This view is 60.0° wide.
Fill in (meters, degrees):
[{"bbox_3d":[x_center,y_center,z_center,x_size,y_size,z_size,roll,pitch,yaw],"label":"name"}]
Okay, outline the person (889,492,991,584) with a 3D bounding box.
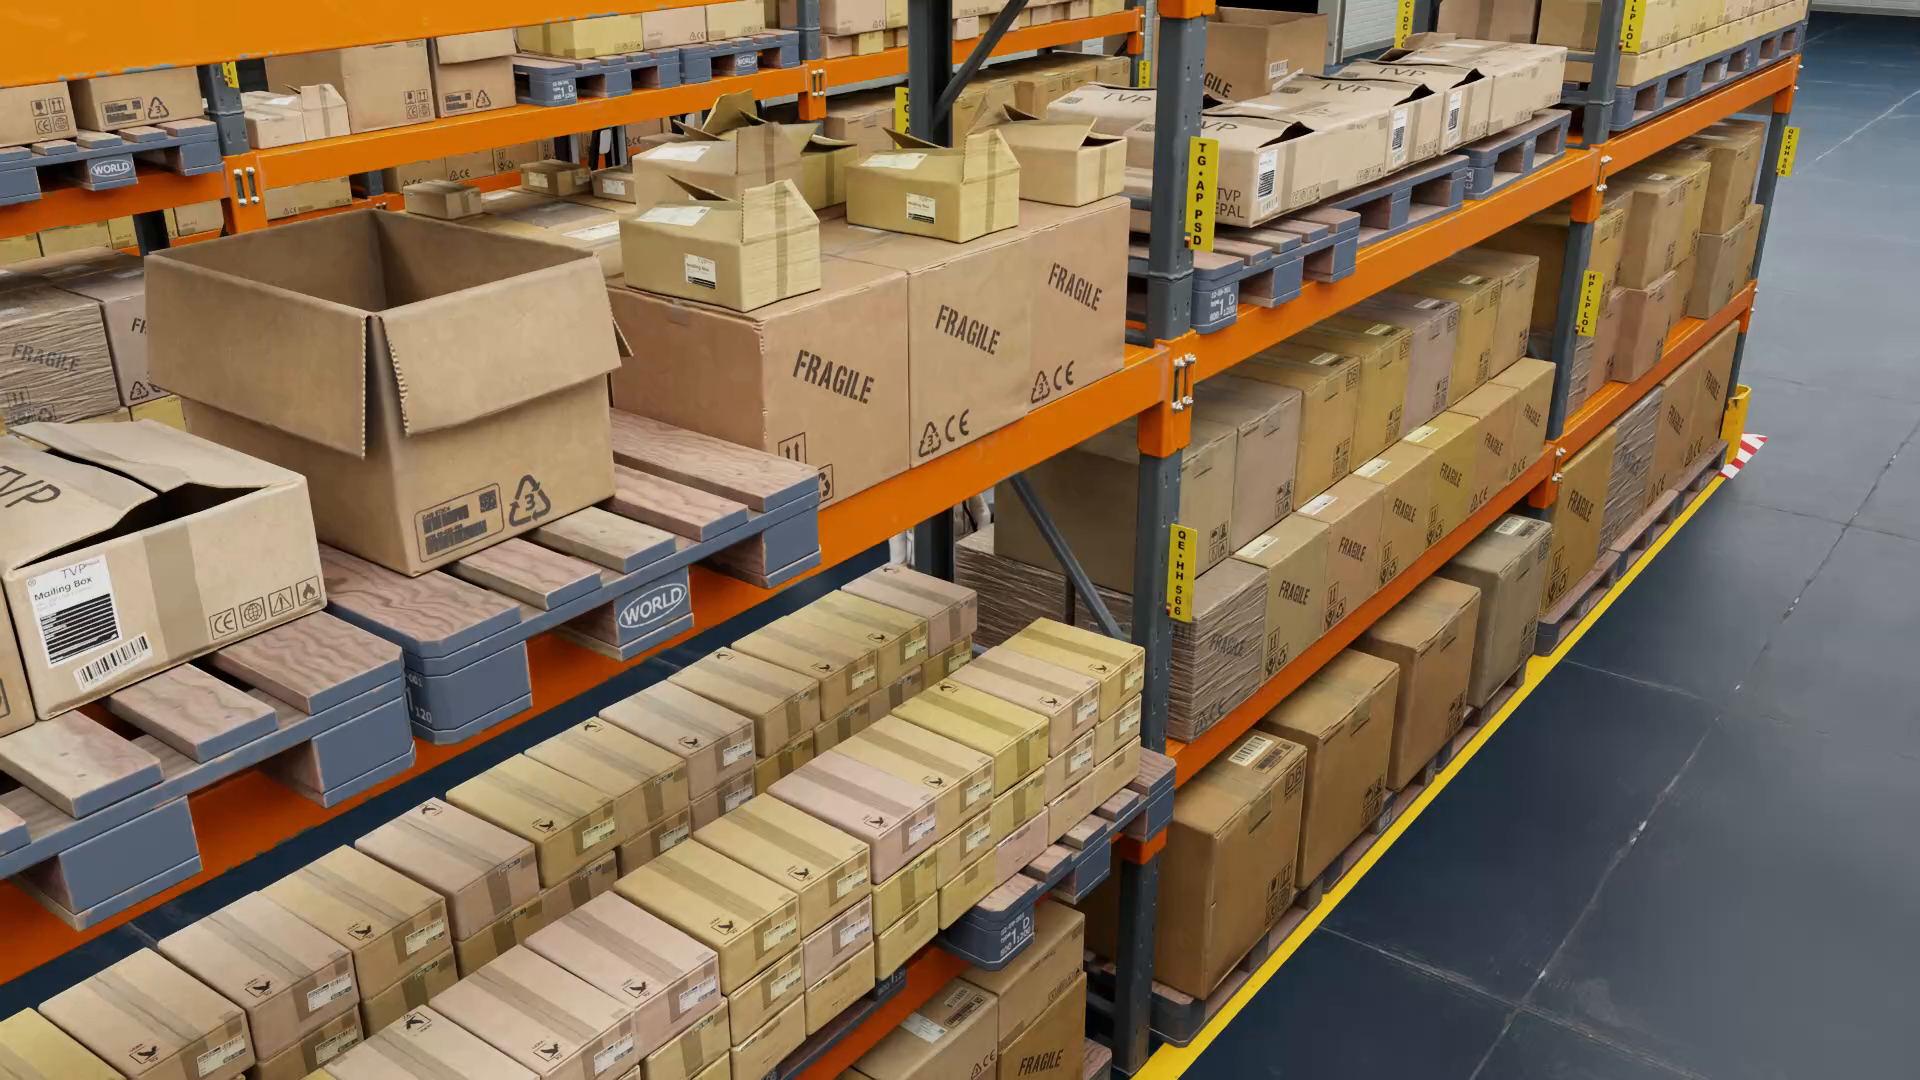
[{"bbox_3d":[-0.075,0.141,8.281,0.558,1.702,0.377,-2,24,-4],"label":"person"}]
